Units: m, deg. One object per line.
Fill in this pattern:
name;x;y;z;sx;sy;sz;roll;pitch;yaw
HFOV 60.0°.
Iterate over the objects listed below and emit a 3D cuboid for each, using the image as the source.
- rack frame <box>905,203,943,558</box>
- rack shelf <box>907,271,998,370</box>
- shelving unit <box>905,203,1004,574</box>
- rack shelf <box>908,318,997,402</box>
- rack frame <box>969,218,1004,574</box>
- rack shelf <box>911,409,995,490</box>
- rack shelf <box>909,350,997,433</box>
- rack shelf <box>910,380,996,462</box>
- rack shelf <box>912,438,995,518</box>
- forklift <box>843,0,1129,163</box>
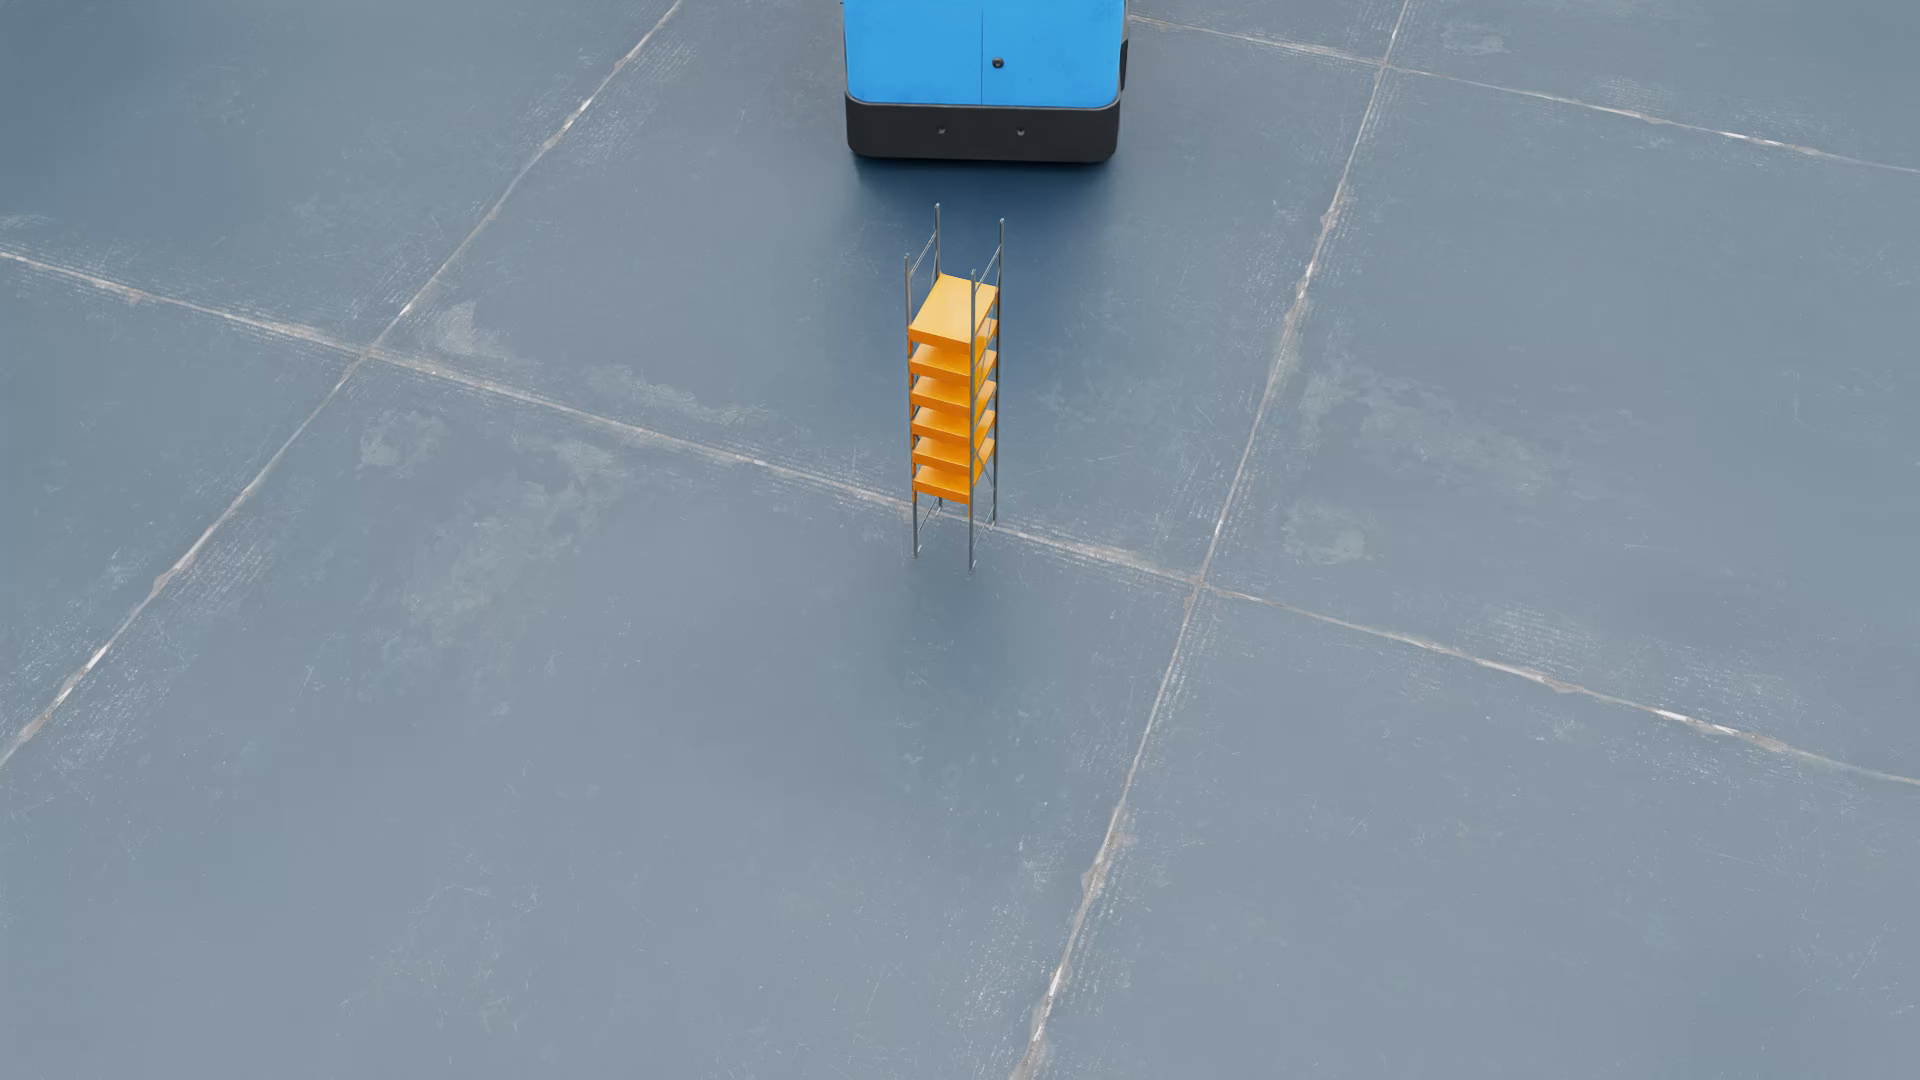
rack frame;-0.099;-0.421;4.821;0.006;1.200;0.240;16;51;13
rack shelf;-0.014;-0.603;4.561;0.180;0.103;0.258;16;51;13
shelving unit;-0.014;-0.397;4.800;0.189;1.200;0.258;16;51;13
rack shelf;-0.014;-0.525;4.652;0.180;0.103;0.258;16;51;13
rack frame;0.072;-0.373;4.779;0.006;1.200;0.240;16;51;13
rack shelf;-0.014;-0.289;4.924;0.180;0.103;0.258;16;51;13
rack shelf;-0.014;-0.446;4.743;0.180;0.103;0.258;16;51;13
rack shelf;-0.014;-0.368;4.833;0.180;0.103;0.258;16;51;13
rack shelf;-0.014;-0.210;5.015;0.180;0.103;0.258;16;51;13
forklift;0.145;-3.525;6.365;1.130;2.935;3.031;2;49;2
